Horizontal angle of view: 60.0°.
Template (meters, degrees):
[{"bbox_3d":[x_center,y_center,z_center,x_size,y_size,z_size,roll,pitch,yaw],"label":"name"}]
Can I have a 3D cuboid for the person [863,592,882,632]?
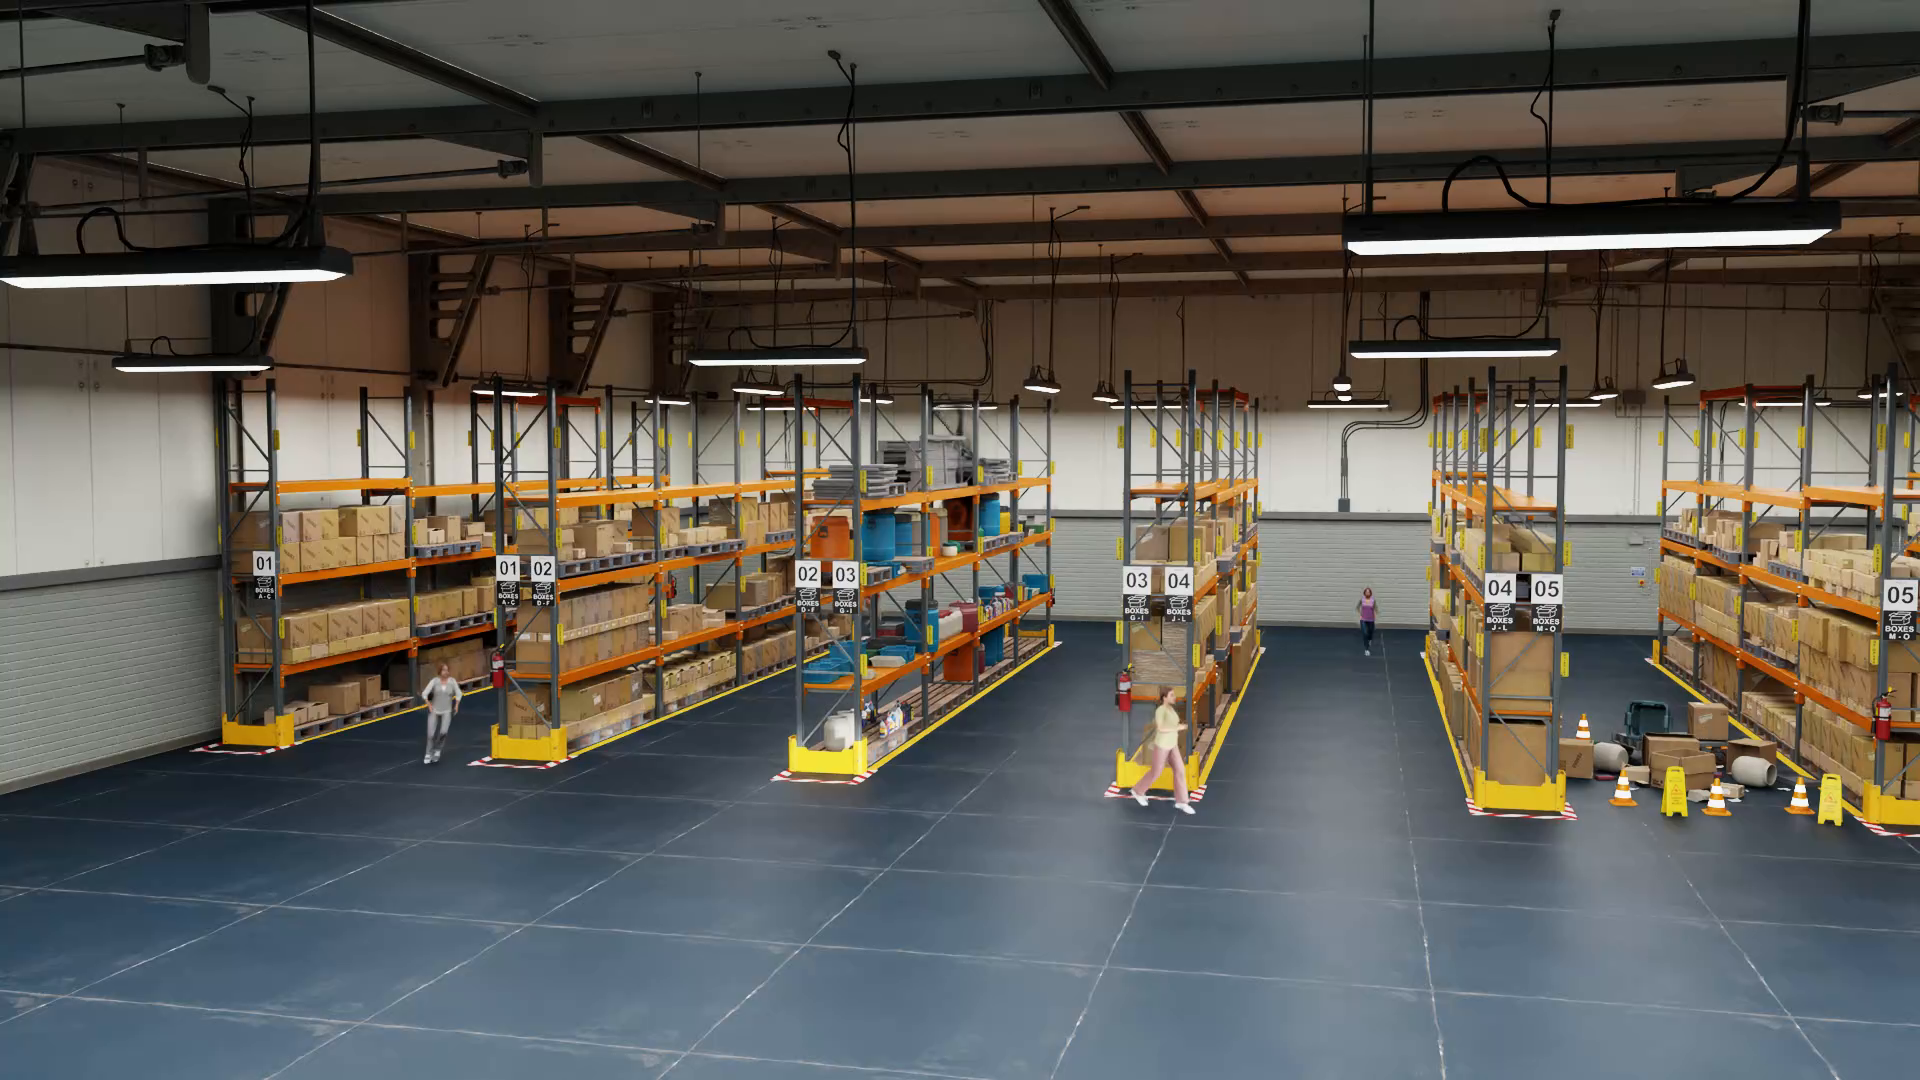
[{"bbox_3d":[-2.279,1.626,42.389,0.758,1.709,0.724,2,4,36],"label":"person"}]

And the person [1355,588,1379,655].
[{"bbox_3d":[9.534,1.896,38.971,0.540,1.573,0.650,1,3,11],"label":"person"}]

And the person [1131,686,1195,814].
[{"bbox_3d":[2.733,2.797,22.350,0.948,1.679,0.562,2,4,35],"label":"person"}]

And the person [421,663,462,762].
[{"bbox_3d":[-8.033,2.689,25.777,0.601,1.521,0.548,-1,4,-17],"label":"person"}]
